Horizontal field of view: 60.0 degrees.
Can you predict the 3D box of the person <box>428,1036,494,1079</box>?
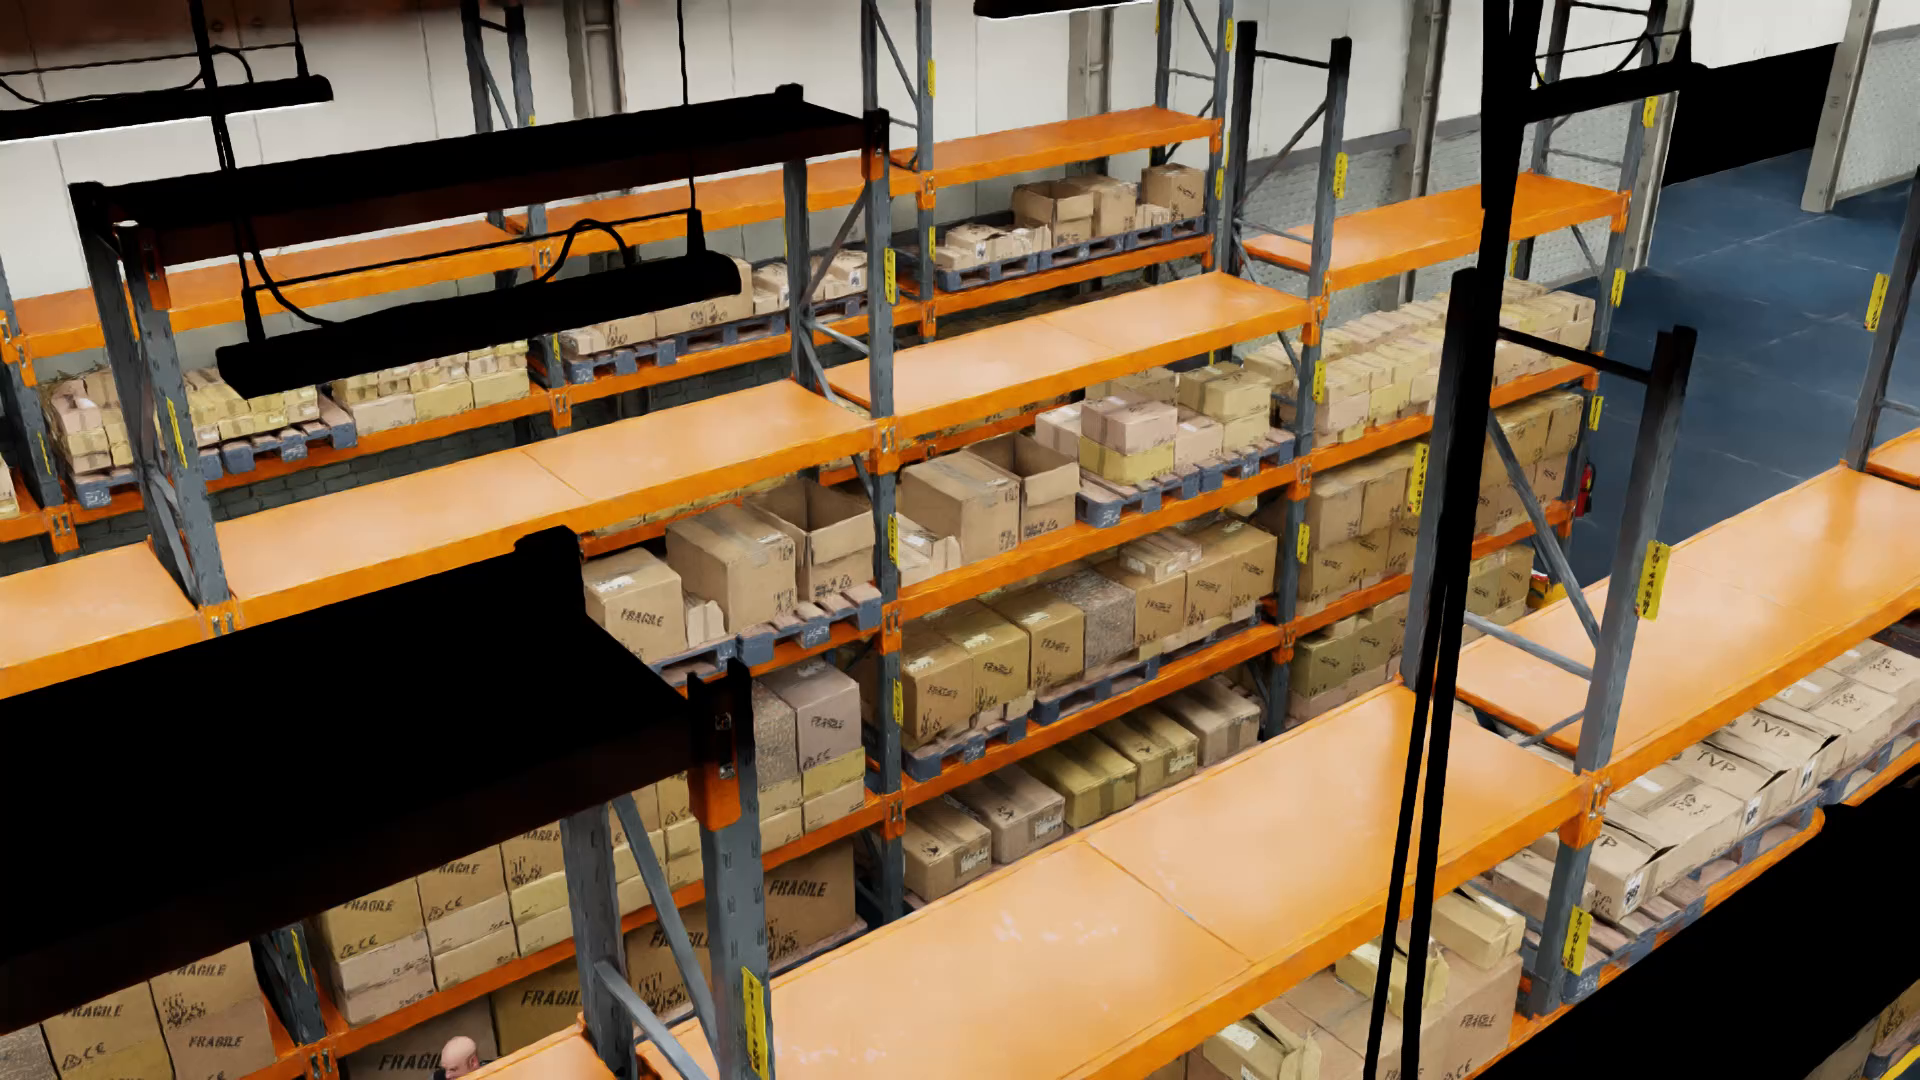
[{"bbox_3d":[-2.649,3.426,9.134,0.647,1.718,0.587,-8,27,-16],"label":"person"}]
